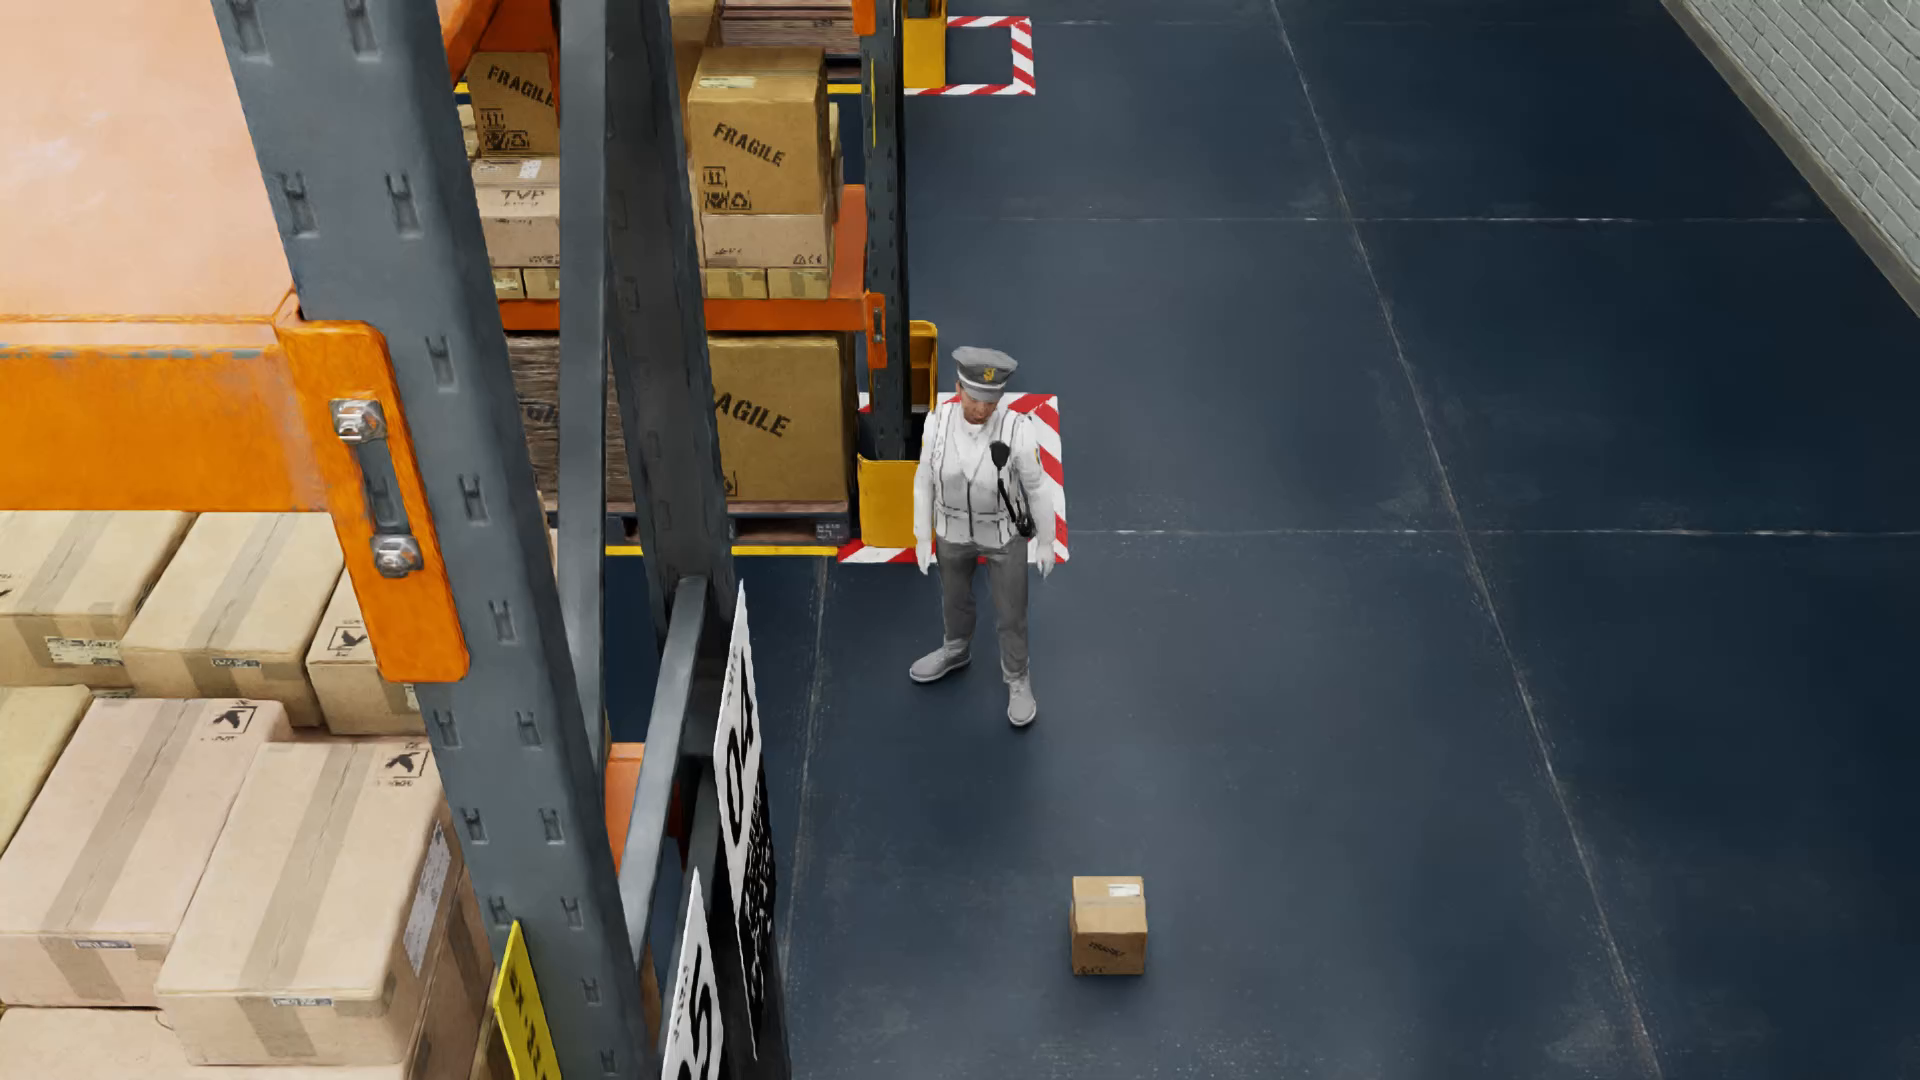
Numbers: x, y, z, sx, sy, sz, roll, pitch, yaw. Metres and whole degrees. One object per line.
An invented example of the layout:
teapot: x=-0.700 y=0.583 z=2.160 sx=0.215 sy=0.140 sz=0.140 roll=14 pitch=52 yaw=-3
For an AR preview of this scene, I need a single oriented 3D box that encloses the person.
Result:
person: x=0.077 y=-0.022 z=6.491 sx=0.602 sy=1.688 sz=0.360 roll=10 pitch=41 yaw=12
